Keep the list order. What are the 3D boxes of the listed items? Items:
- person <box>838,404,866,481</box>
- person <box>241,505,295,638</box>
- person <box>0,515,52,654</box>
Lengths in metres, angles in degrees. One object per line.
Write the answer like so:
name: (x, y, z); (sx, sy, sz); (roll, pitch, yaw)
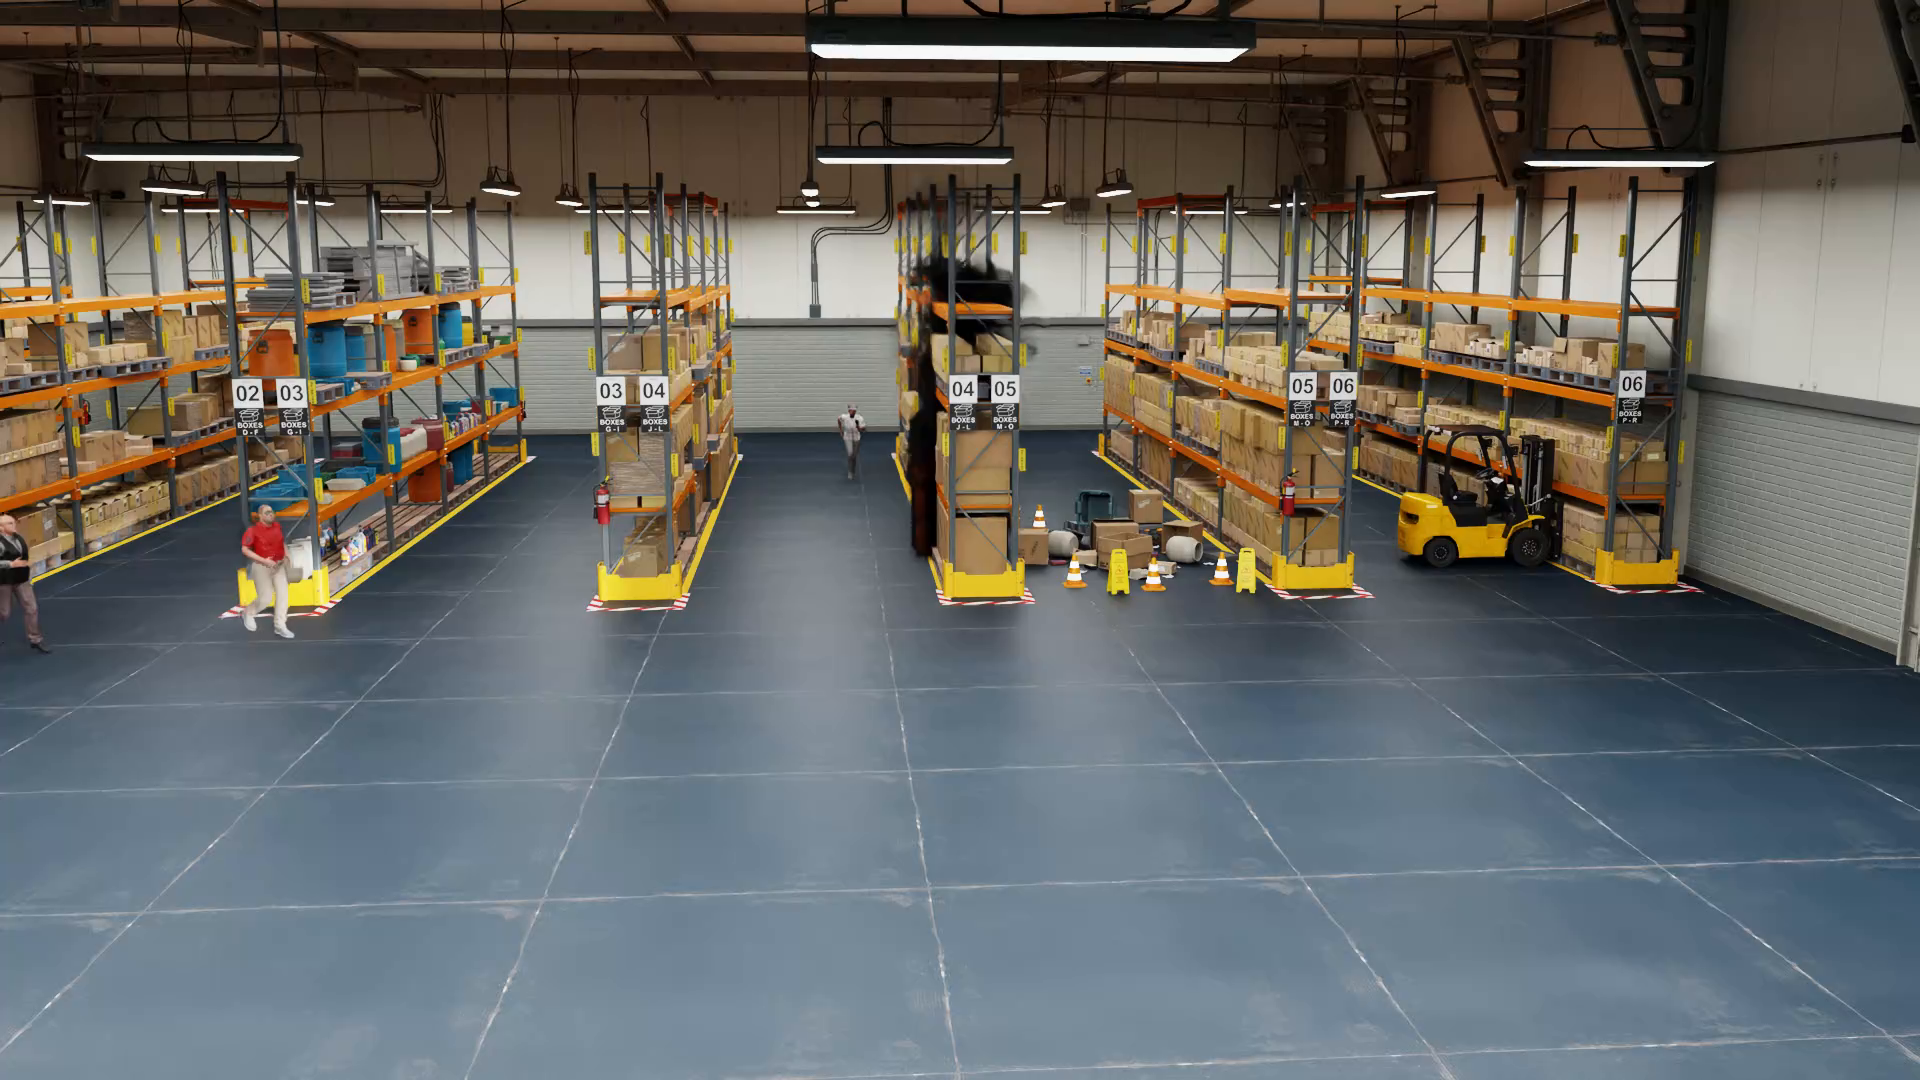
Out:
person: (-2.348, -2.151, 36.167); (0.570, 1.669, 0.891); (-2, 10, -12)
person: (-9.000, 0.394, 21.604); (0.795, 1.732, 0.689); (6, 11, 29)
person: (-11.768, 0.549, 20.582); (0.924, 1.735, 0.623); (3, 11, 19)
